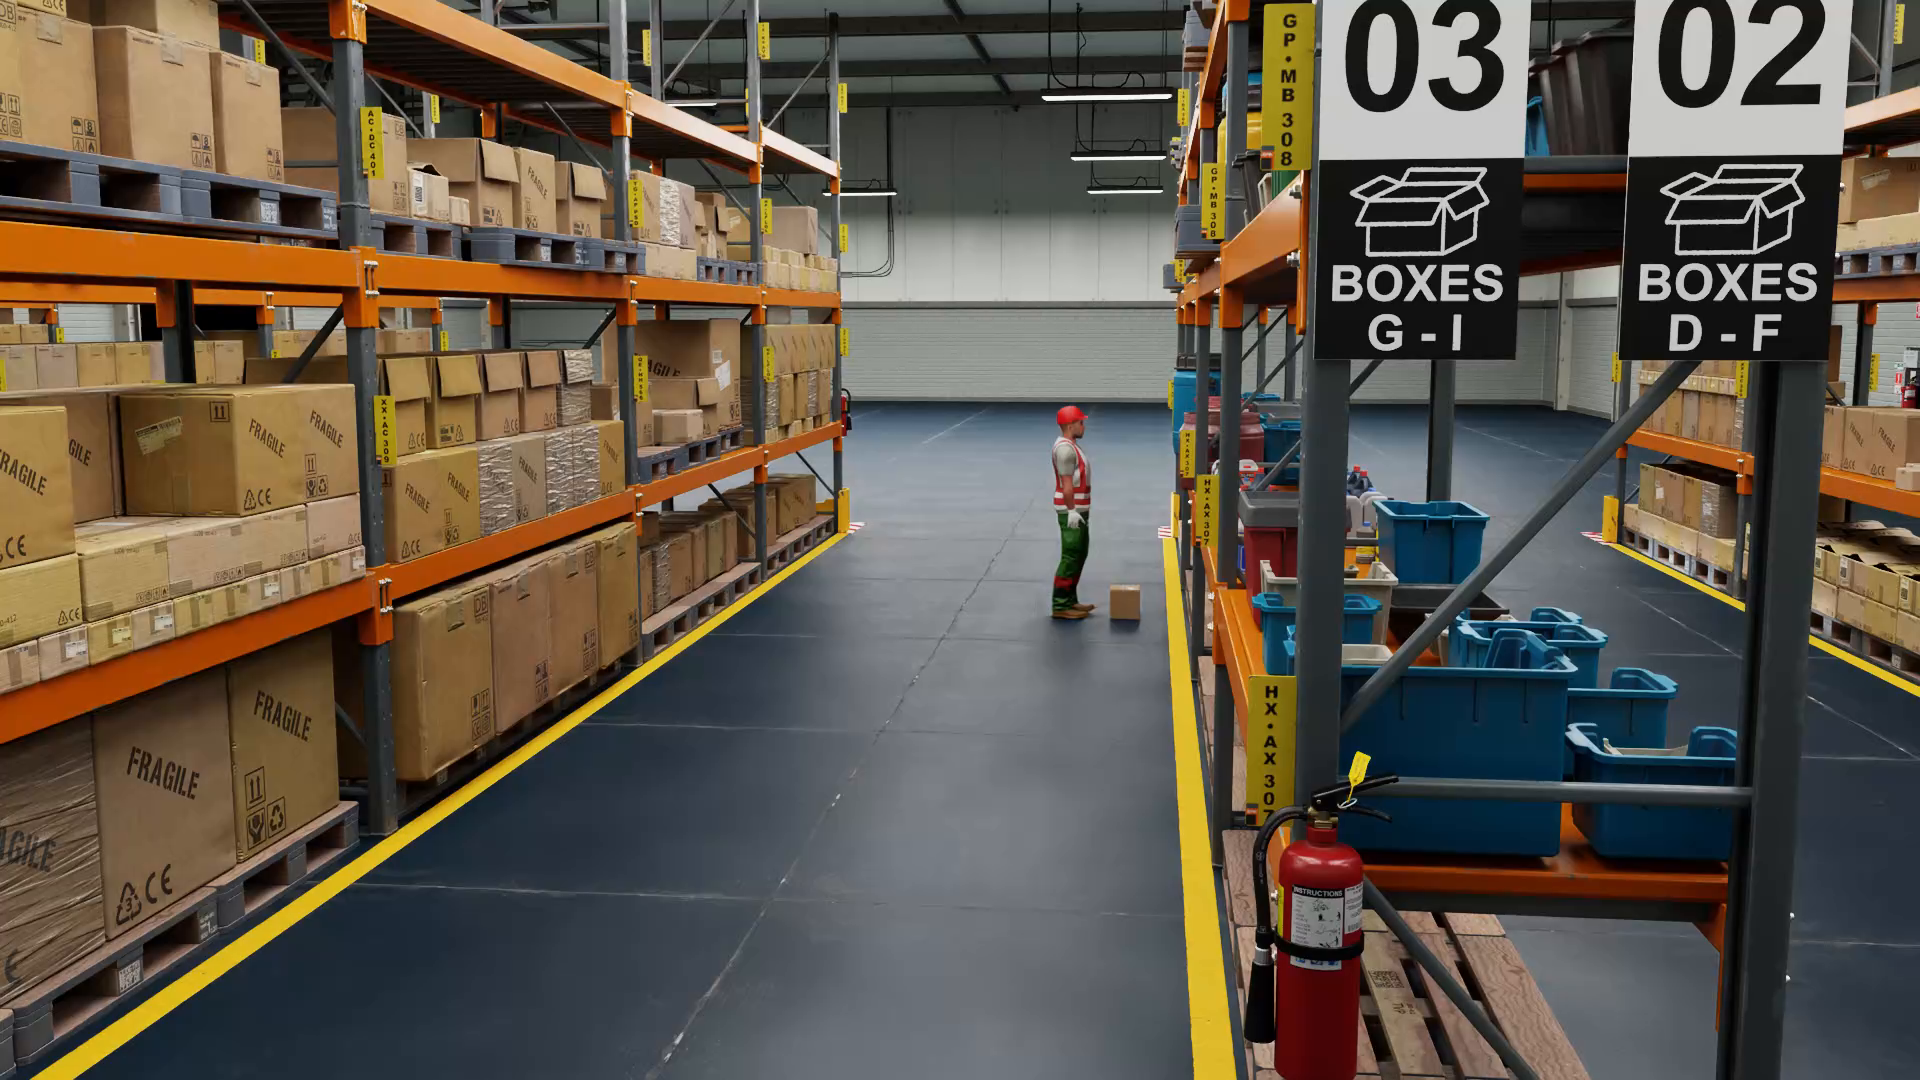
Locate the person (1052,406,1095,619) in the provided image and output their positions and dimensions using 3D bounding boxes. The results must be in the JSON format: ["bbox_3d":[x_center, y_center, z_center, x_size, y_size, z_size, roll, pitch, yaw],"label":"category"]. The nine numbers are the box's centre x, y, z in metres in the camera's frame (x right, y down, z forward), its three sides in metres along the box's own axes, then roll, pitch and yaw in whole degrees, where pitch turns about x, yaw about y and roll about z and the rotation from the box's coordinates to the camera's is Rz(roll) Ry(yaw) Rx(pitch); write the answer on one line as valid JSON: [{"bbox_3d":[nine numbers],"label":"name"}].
[{"bbox_3d":[0.962,-0.241,14.055,0.364,1.787,0.524,1,8,8],"label":"person"}]
